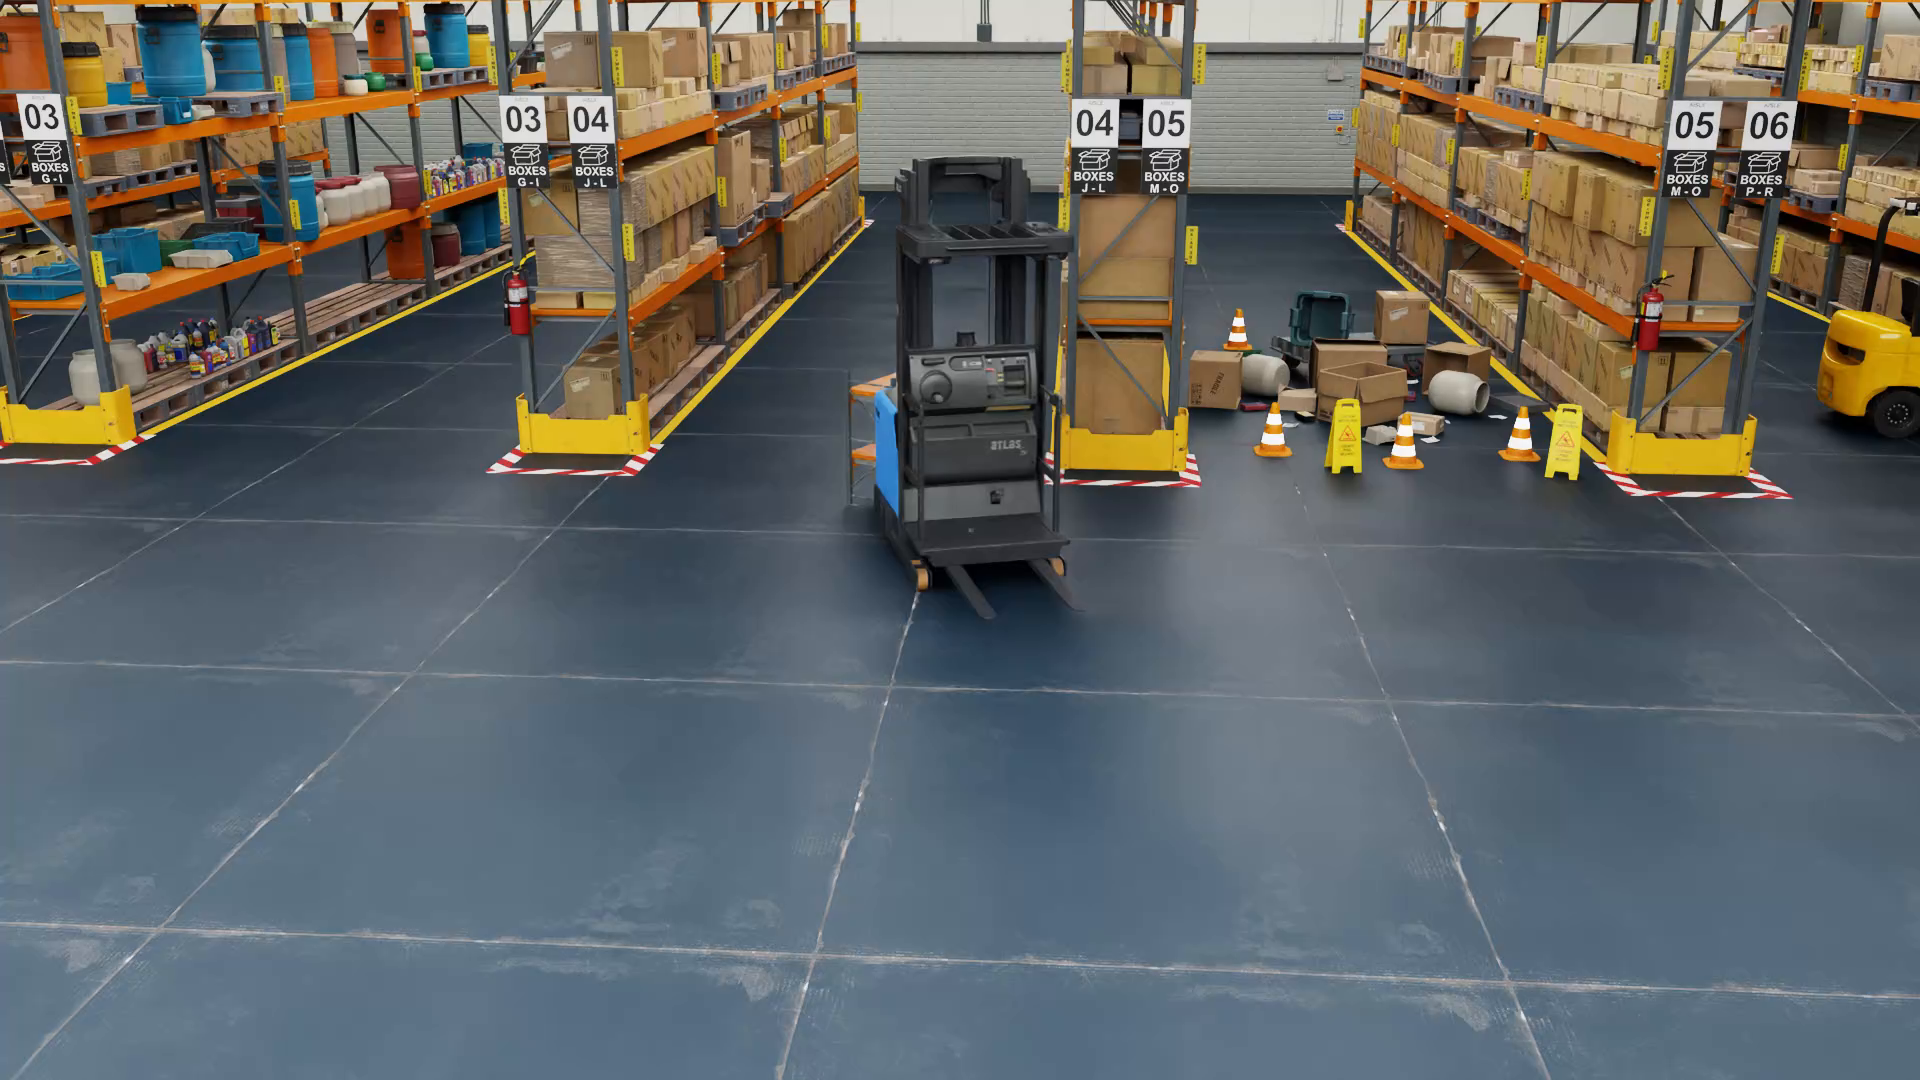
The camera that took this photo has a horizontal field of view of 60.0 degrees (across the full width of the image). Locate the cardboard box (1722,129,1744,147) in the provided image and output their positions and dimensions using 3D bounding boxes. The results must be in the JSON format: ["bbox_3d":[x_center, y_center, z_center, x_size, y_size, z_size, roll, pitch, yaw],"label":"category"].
[{"bbox_3d":[6.736,-3.431,14.163,0.380,0.149,0.250,1,18,4],"label":"cardboard box"}]

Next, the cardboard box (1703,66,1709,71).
[{"bbox_3d":[12.062,-7.467,26.481,0.380,0.149,0.250,1,18,4],"label":"cardboard box"}]

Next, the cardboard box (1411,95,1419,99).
[{"bbox_3d":[7.635,-7.235,27.378,0.380,0.149,0.250,2,18,6],"label":"cardboard box"}]

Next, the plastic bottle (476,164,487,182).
[{"bbox_3d":[-7.344,-5.629,25.485,0.152,0.276,0.135,1,18,4],"label":"plastic bottle"}]

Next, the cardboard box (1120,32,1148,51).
[{"bbox_3d":[2.358,-6.709,22.375,0.396,0.266,0.258,1,18,4],"label":"cardboard box"}]

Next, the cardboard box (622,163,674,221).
[{"bbox_3d":[-3.108,-3.390,16.207,0.500,0.500,0.500,1,18,4],"label":"cardboard box"}]

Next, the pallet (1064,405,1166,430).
[{"bbox_3d":[1.423,-1.033,15.738,1.003,0.211,1.213,1,18,4],"label":"pallet"}]

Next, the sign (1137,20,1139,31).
[{"bbox_3d":[3.143,-8.905,29.044,0.100,0.325,0.005,1,18,4],"label":"sign"}]

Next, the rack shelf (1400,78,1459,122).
[{"bbox_3d":[7.105,-6.219,23.422,1.077,0.370,4.000,1,18,4],"label":"rack shelf"}]

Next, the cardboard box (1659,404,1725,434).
[{"bbox_3d":[6.722,-1.167,15.408,0.500,0.250,0.500,1,18,3],"label":"cardboard box"}]

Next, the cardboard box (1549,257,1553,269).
[{"bbox_3d":[6.378,-2.899,17.356,0.380,0.149,0.250,1,18,4],"label":"cardboard box"}]

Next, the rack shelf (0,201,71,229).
[{"bbox_3d":[-12.947,-3.995,21.452,1.077,0.370,4.000,1,18,4],"label":"rack shelf"}]

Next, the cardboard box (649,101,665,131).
[{"bbox_3d":[-3.134,-4.063,15.928,0.500,0.250,0.500,1,18,4],"label":"cardboard box"}]

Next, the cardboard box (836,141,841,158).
[{"bbox_3d":[-2.269,-6.503,27.715,0.500,0.250,0.500,2,18,5],"label":"cardboard box"}]

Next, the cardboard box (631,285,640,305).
[{"bbox_3d":[-3.201,-2.292,15.503,0.380,0.149,0.250,1,18,4],"label":"cardboard box"}]

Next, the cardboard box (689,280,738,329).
[{"bbox_3d":[-3.091,-2.852,20.118,0.700,0.500,0.500,1,18,4],"label":"cardboard box"}]

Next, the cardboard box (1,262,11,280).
[{"bbox_3d":[-12.703,-3.475,21.551,0.500,0.311,0.500,2,18,5],"label":"cardboard box"}]

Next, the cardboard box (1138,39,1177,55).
[{"bbox_3d":[1.951,-4.847,16.370,0.380,0.149,0.250,1,18,4],"label":"cardboard box"}]

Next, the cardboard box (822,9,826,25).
[{"bbox_3d":[-2.504,-8.669,27.545,0.500,0.250,0.500,1,18,2],"label":"cardboard box"}]

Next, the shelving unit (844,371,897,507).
[{"bbox_3d":[-0.453,-0.927,13.946,0.538,1.125,1.048,11,21,30],"label":"shelving unit"}]

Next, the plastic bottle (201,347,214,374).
[{"bbox_3d":[-7.961,-1.905,17.577,0.061,0.283,0.133,2,18,5],"label":"plastic bottle"}]

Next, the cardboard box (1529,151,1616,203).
[{"bbox_3d":[6.427,-3.804,17.471,0.700,0.500,0.500,1,18,3],"label":"cardboard box"}]

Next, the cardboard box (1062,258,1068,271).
[{"bbox_3d":[1.758,-2.976,20.125,1.050,0.750,0.750,1,18,4],"label":"cardboard box"}]

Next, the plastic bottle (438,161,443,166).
[{"bbox_3d":[-8.051,-5.743,25.838,0.097,0.271,0.097,0,18,0],"label":"plastic bottle"}]

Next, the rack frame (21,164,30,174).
[{"bbox_3d":[-17.171,-7.552,31.152,1.000,3.000,0.127,1,18,4],"label":"rack frame"}]

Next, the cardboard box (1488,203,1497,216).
[{"bbox_3d":[6.589,-3.997,20.032,0.380,0.149,0.250,2,18,6],"label":"cardboard box"}]

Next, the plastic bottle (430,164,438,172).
[{"bbox_3d":[-8.056,-5.606,25.415,0.152,0.276,0.135,1,18,4],"label":"plastic bottle"}]

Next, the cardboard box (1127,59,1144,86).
[{"bbox_3d":[1.805,-4.310,15.369,0.500,0.250,0.500,1,18,3],"label":"cardboard box"}]

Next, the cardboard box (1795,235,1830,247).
[{"bbox_3d":[11.812,-4.131,23.010,0.380,0.149,0.250,2,18,6],"label":"cardboard box"}]

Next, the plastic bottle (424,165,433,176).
[{"bbox_3d":[-8.072,-5.534,25.195,0.152,0.276,0.135,1,18,4],"label":"plastic bottle"}]

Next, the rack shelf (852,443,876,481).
[{"bbox_3d":[-0.453,-0.695,14.022,0.538,0.278,1.000,11,21,30],"label":"rack shelf"}]

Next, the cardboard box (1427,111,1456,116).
[{"bbox_3d":[7.524,-6.421,25.937,0.500,0.500,0.500,1,18,4],"label":"cardboard box"}]

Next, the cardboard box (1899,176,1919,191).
[{"bbox_3d":[11.514,-4.267,19.925,0.380,0.149,0.250,2,18,5],"label":"cardboard box"}]

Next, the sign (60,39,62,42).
[{"bbox_3d":[-12.250,-6.651,22.630,0.100,0.325,0.005,1,18,4],"label":"sign"}]

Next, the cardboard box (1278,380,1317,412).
[{"bbox_3d":[3.444,-1.477,17.003,0.396,0.266,0.258,4,19,13],"label":"cardboard box"}]

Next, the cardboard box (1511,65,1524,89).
[{"bbox_3d":[6.651,-5.325,19.107,0.500,0.250,0.500,2,18,5],"label":"cardboard box"}]

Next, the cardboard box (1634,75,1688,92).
[{"bbox_3d":[6.244,-4.063,14.810,0.380,0.149,0.250,1,18,4],"label":"cardboard box"}]

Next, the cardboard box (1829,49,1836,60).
[{"bbox_3d":[11.796,-6.444,22.077,0.380,0.149,0.250,1,18,3],"label":"cardboard box"}]

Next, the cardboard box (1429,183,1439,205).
[{"bbox_3d":[6.760,-4.765,22.888,0.500,0.250,0.500,2,18,5],"label":"cardboard box"}]

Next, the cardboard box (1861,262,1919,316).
[{"bbox_3d":[11.816,-3.079,20.641,0.875,0.625,0.625,2,18,6],"label":"cardboard box"}]

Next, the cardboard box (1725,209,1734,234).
[{"bbox_3d":[12.174,-5.126,27.089,0.700,0.500,0.500,1,18,2],"label":"cardboard box"}]

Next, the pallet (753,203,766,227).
[{"bbox_3d":[-3.024,-4.028,20.708,1.003,0.211,1.213,1,18,4],"label":"pallet"}]

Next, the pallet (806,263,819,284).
[{"bbox_3d":[-2.701,-4.031,24.887,1.003,0.211,1.213,1,18,4],"label":"pallet"}]

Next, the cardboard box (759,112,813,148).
[{"bbox_3d":[-2.673,-6.303,25.571,0.797,0.503,0.637,1,18,2],"label":"cardboard box"}]

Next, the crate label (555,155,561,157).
[{"bbox_3d":[-7.198,-6.800,29.184,0.396,0.136,0.243,1,18,4],"label":"crate label"}]

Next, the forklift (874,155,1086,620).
[{"bbox_3d":[0.146,-1.158,11.751,1.130,2.935,3.031,-4,19,-12],"label":"forklift"}]

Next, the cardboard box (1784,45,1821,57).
[{"bbox_3d":[11.689,-6.779,23.066,0.380,0.149,0.250,1,18,4],"label":"cardboard box"}]

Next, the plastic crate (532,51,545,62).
[{"bbox_3d":[-7.595,-8.580,29.684,0.497,0.269,0.590,1,18,4],"label":"plastic crate"}]

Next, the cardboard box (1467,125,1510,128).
[{"bbox_3d":[7.319,-5.499,23.122,0.500,0.500,0.500,2,18,5],"label":"cardboard box"}]

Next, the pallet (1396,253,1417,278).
[{"bbox_3d":[7.268,-4.190,25.371,1.003,0.211,1.213,1,18,4],"label":"pallet"}]

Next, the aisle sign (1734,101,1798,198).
[{"bbox_3d":[6.693,-3.239,13.814,0.394,0.787,0.004,1,18,4],"label":"aisle sign"}]

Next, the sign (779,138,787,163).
[{"bbox_3d":[-2.381,-5.239,22.361,0.100,0.325,0.005,1,18,4],"label":"sign"}]

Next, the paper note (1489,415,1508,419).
[{"bbox_3d":[5.393,-1.237,16.650,0.142,0.019,0.148,-5,19,-15],"label":"paper note"}]

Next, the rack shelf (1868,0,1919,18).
[{"bbox_3d":[11.770,-6.102,18.892,1.077,0.370,4.000,1,18,4],"label":"rack shelf"}]

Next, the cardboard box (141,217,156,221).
[{"bbox_3d":[-12.865,-4.755,25.926,0.500,0.500,0.500,2,18,5],"label":"cardboard box"}]

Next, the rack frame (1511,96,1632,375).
[{"bbox_3d":[6.675,-3.272,18.090,1.000,3.000,0.127,1,18,4],"label":"rack frame"}]

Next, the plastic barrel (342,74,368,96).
[{"bbox_3d":[-7.721,-5.805,21.228,0.301,0.262,0.301,0,18,0],"label":"plastic barrel"}]

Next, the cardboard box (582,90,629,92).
[{"bbox_3d":[-3.236,-4.034,15.201,0.380,0.149,0.250,1,18,3],"label":"cardboard box"}]

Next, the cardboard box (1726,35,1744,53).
[{"bbox_3d":[11.996,-7.542,25.266,0.500,0.250,0.500,1,18,4],"label":"cardboard box"}]
